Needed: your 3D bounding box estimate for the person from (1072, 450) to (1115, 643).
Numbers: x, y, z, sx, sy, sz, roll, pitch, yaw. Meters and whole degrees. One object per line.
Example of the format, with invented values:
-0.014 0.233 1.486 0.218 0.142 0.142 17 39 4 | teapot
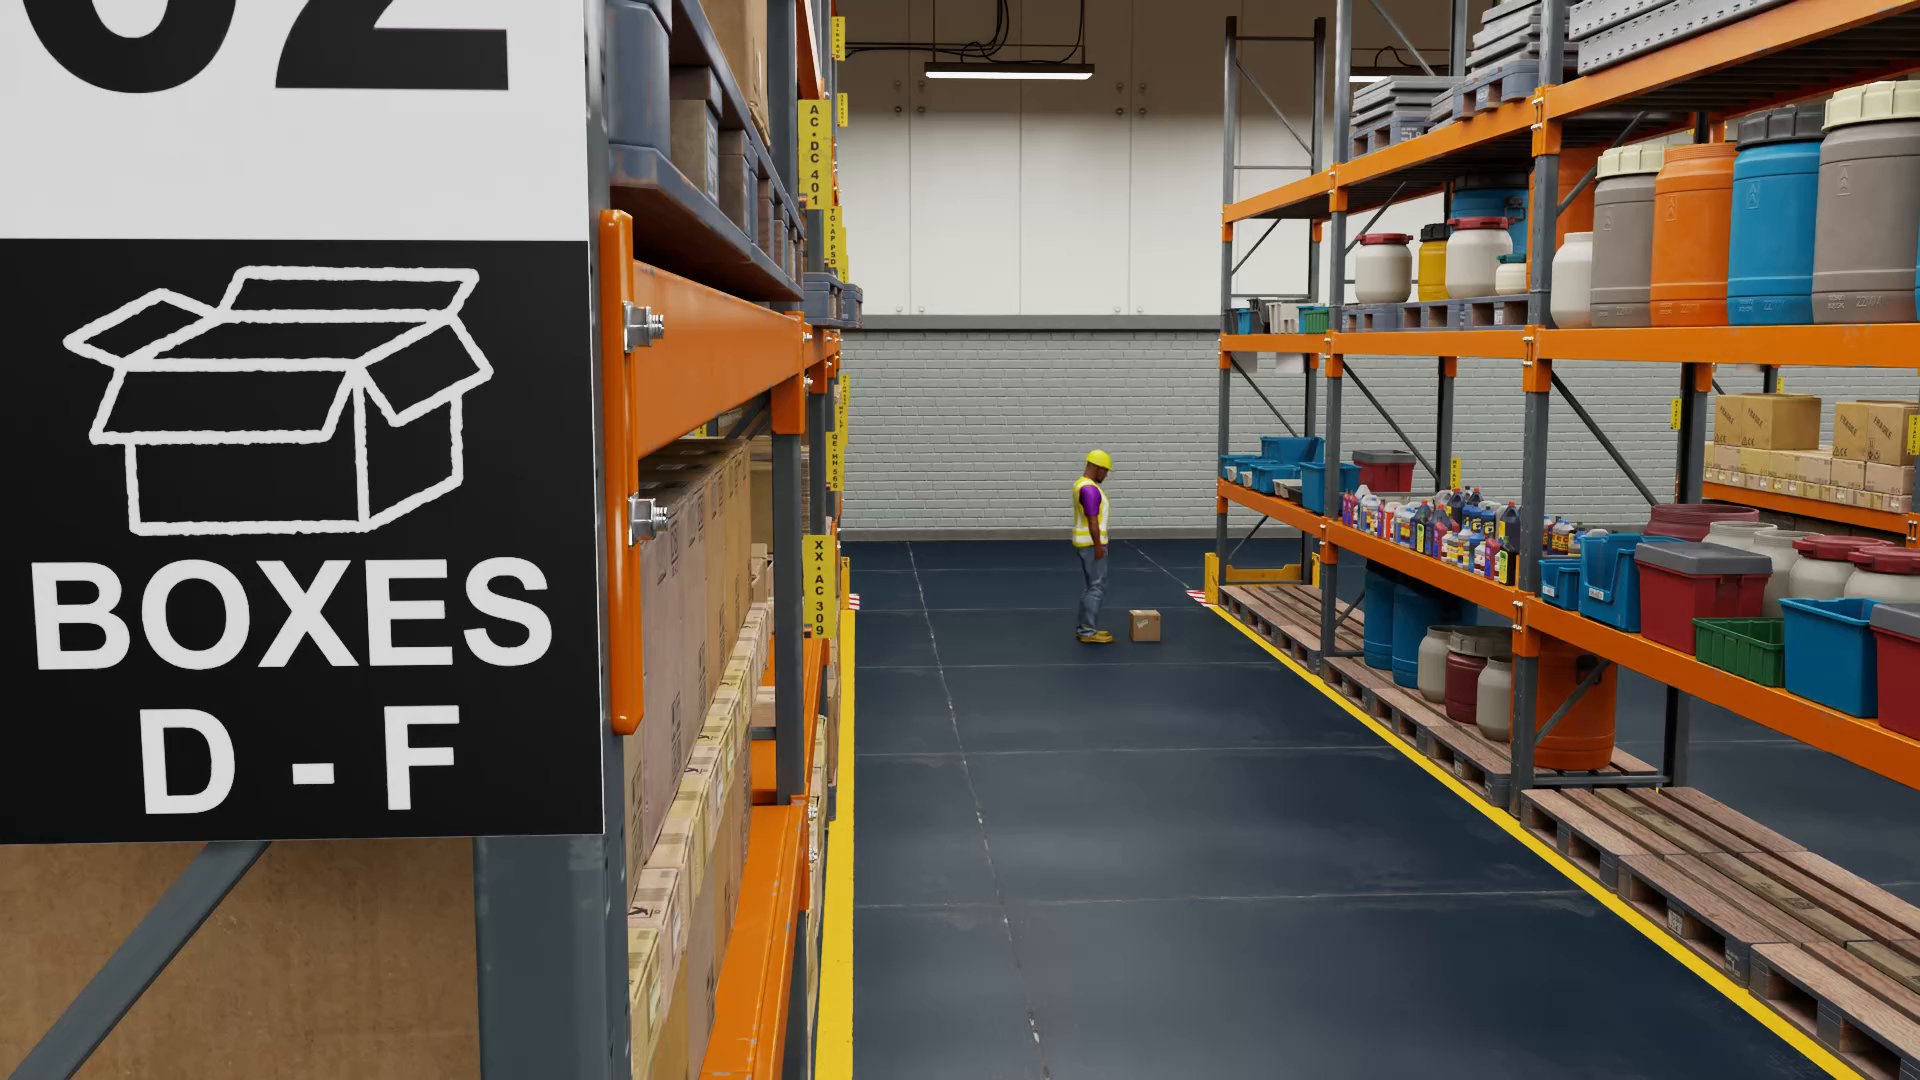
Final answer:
1.222 0.050 15.277 0.384 1.751 0.573 0 7 -3 | person
